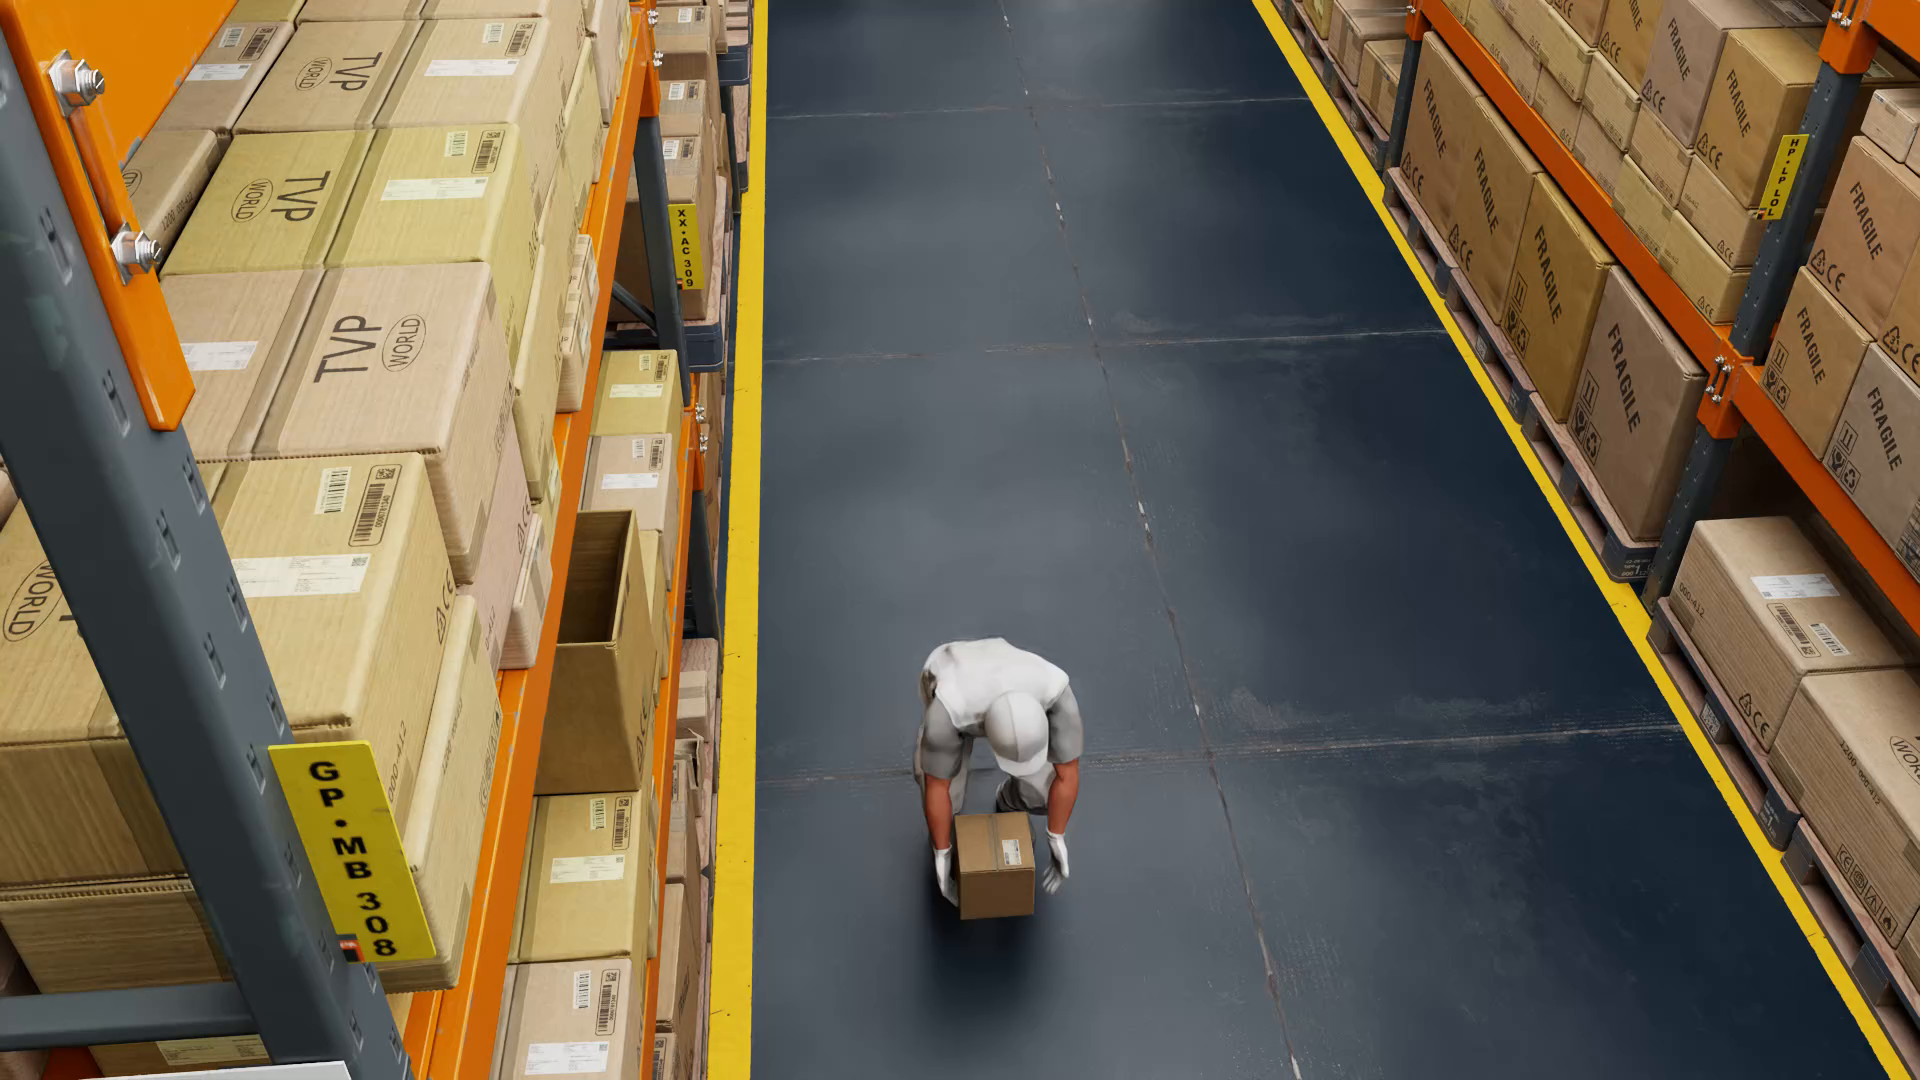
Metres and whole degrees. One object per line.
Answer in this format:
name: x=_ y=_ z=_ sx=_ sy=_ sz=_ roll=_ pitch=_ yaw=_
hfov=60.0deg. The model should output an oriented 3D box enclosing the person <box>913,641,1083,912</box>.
person: x=0.121 y=0.734 z=5.823 sx=0.574 sy=1.040 sz=0.873 roll=-3 pitch=39 yaw=-4
